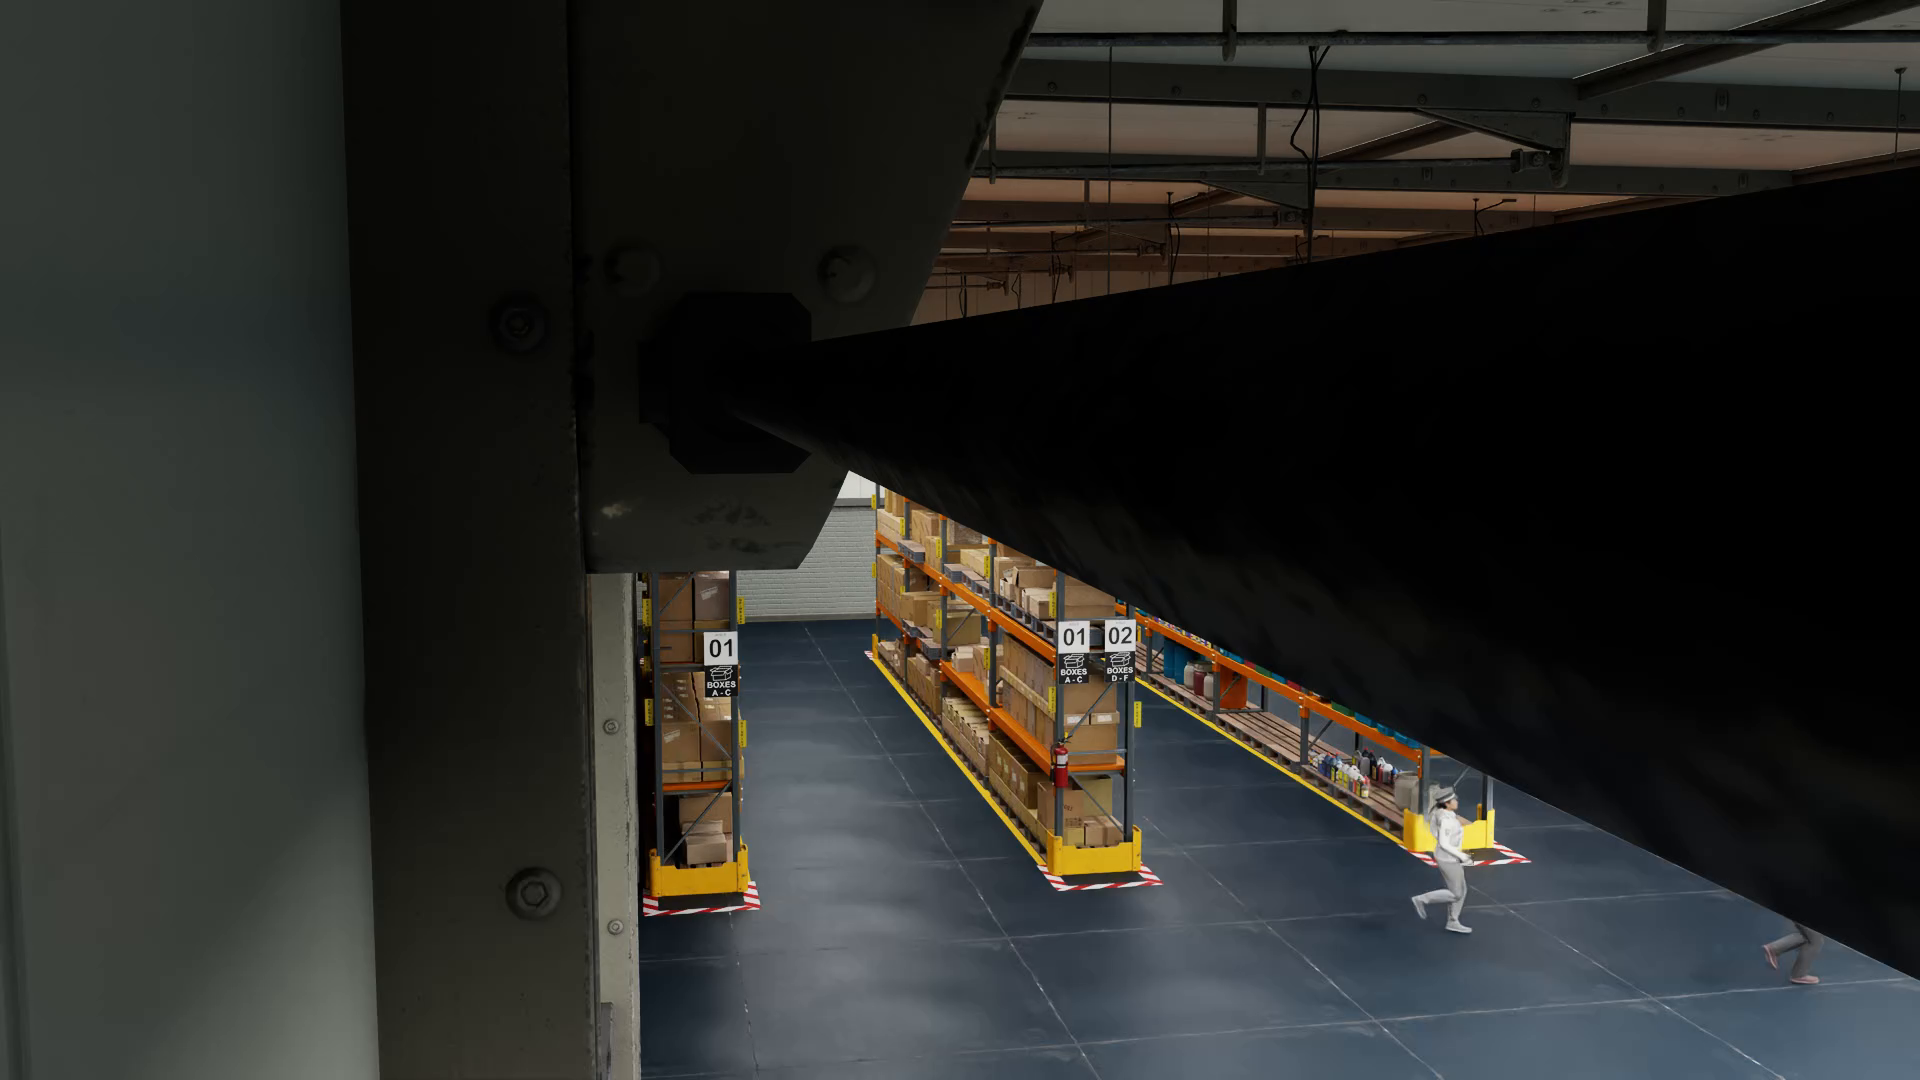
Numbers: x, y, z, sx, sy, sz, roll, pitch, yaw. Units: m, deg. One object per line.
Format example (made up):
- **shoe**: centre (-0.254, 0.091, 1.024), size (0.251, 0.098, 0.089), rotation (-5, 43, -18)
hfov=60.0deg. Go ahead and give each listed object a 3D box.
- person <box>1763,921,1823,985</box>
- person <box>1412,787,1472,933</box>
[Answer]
- **person**: centre (8.626, 3.776, 17.112), size (0.581, 1.609, 0.562), rotation (1, 6, 11)
- **person**: centre (5.440, 3.596, 18.734), size (0.677, 1.663, 0.619), rotation (1, 6, 9)
